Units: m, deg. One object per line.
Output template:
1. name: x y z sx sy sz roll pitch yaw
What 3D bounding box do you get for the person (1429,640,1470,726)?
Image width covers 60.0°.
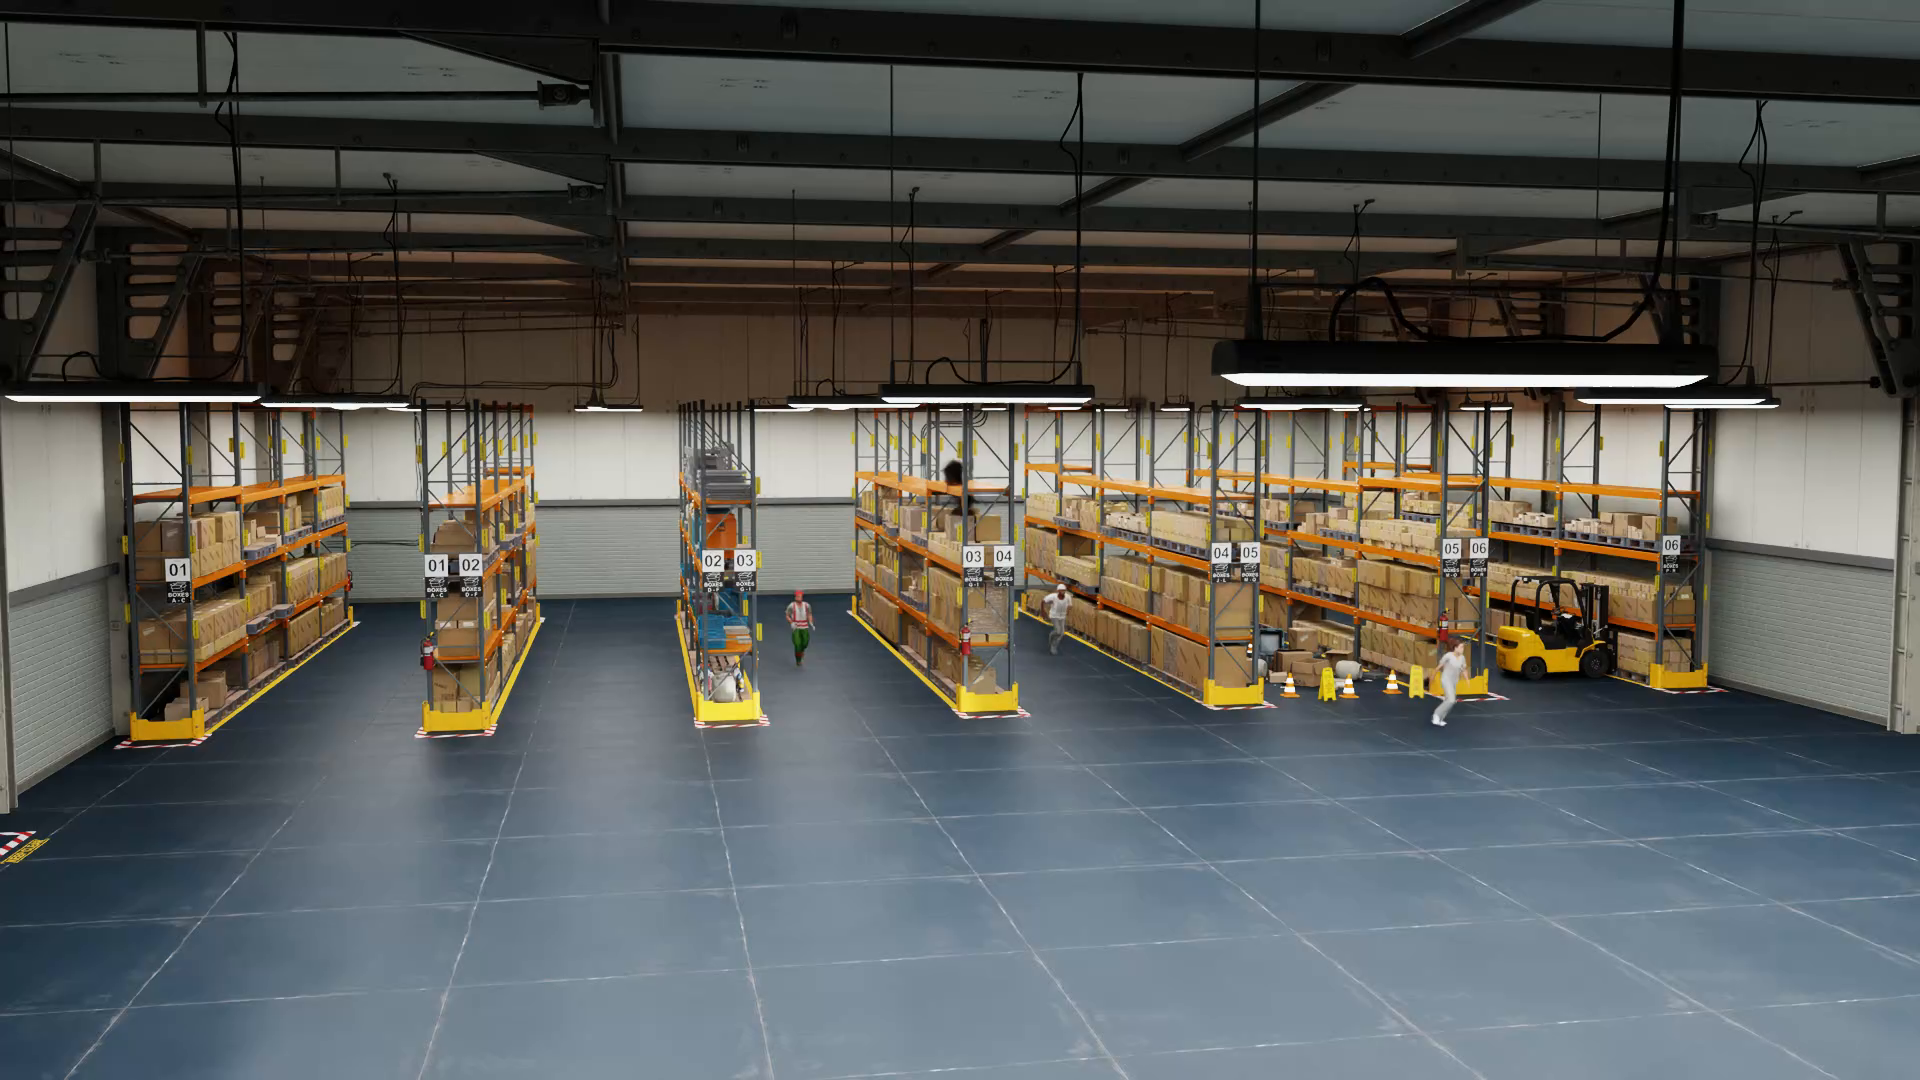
1. person: 8.981 2.616 30.446 0.564 1.608 0.659 -2 5 -29

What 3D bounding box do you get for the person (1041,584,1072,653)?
1. person: 2.364 1.887 39.776 0.679 1.683 0.714 -2 5 -26

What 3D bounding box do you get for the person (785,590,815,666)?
1. person: -3.652 2.002 37.906 0.657 1.728 0.639 -1 5 -18
